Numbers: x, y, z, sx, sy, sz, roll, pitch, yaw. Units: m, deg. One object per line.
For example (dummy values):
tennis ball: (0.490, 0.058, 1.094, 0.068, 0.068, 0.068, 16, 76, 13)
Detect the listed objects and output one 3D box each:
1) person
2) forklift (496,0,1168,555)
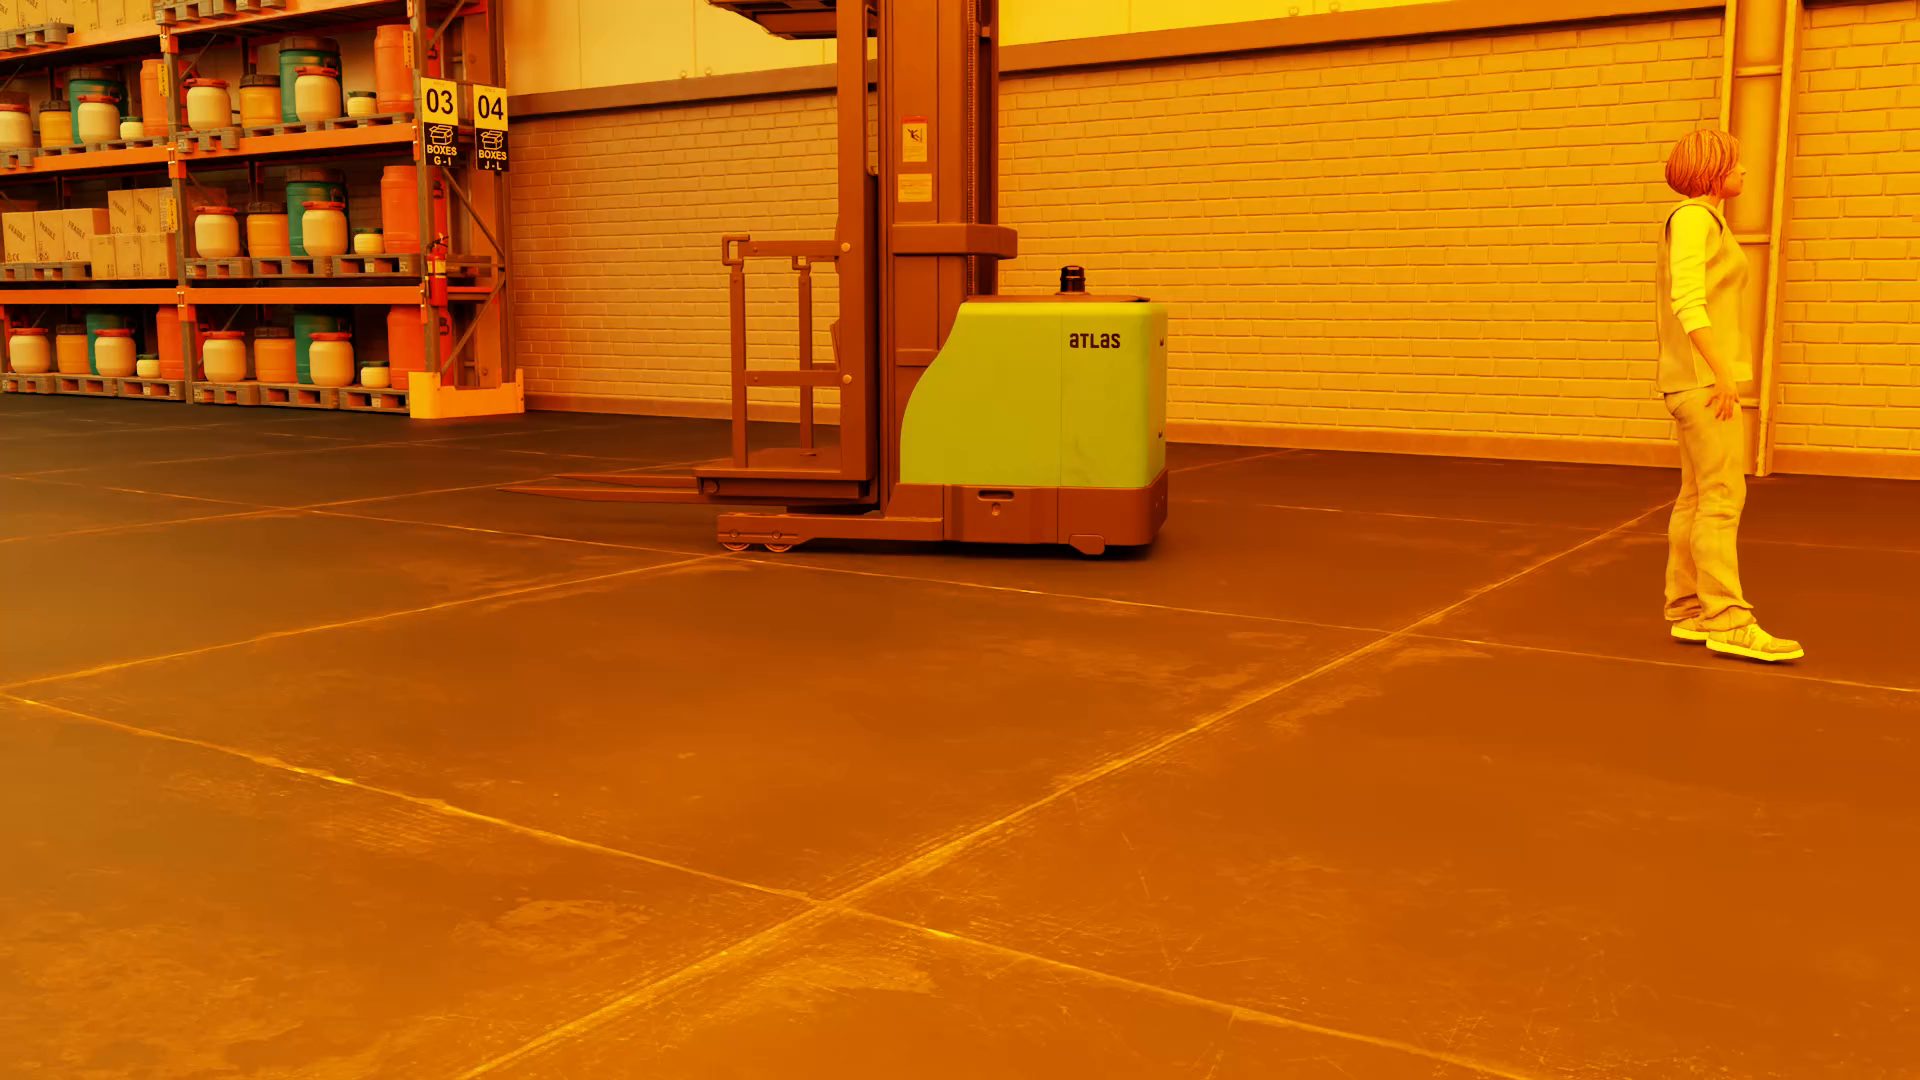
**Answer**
person: (2.387, -0.464, 5.143, 0.473, 1.599, 0.519, 3, 9, 23)
forklift: (-0.596, -1.469, 7.520, 3.031, 2.935, 1.130, 2, 8, 12)
